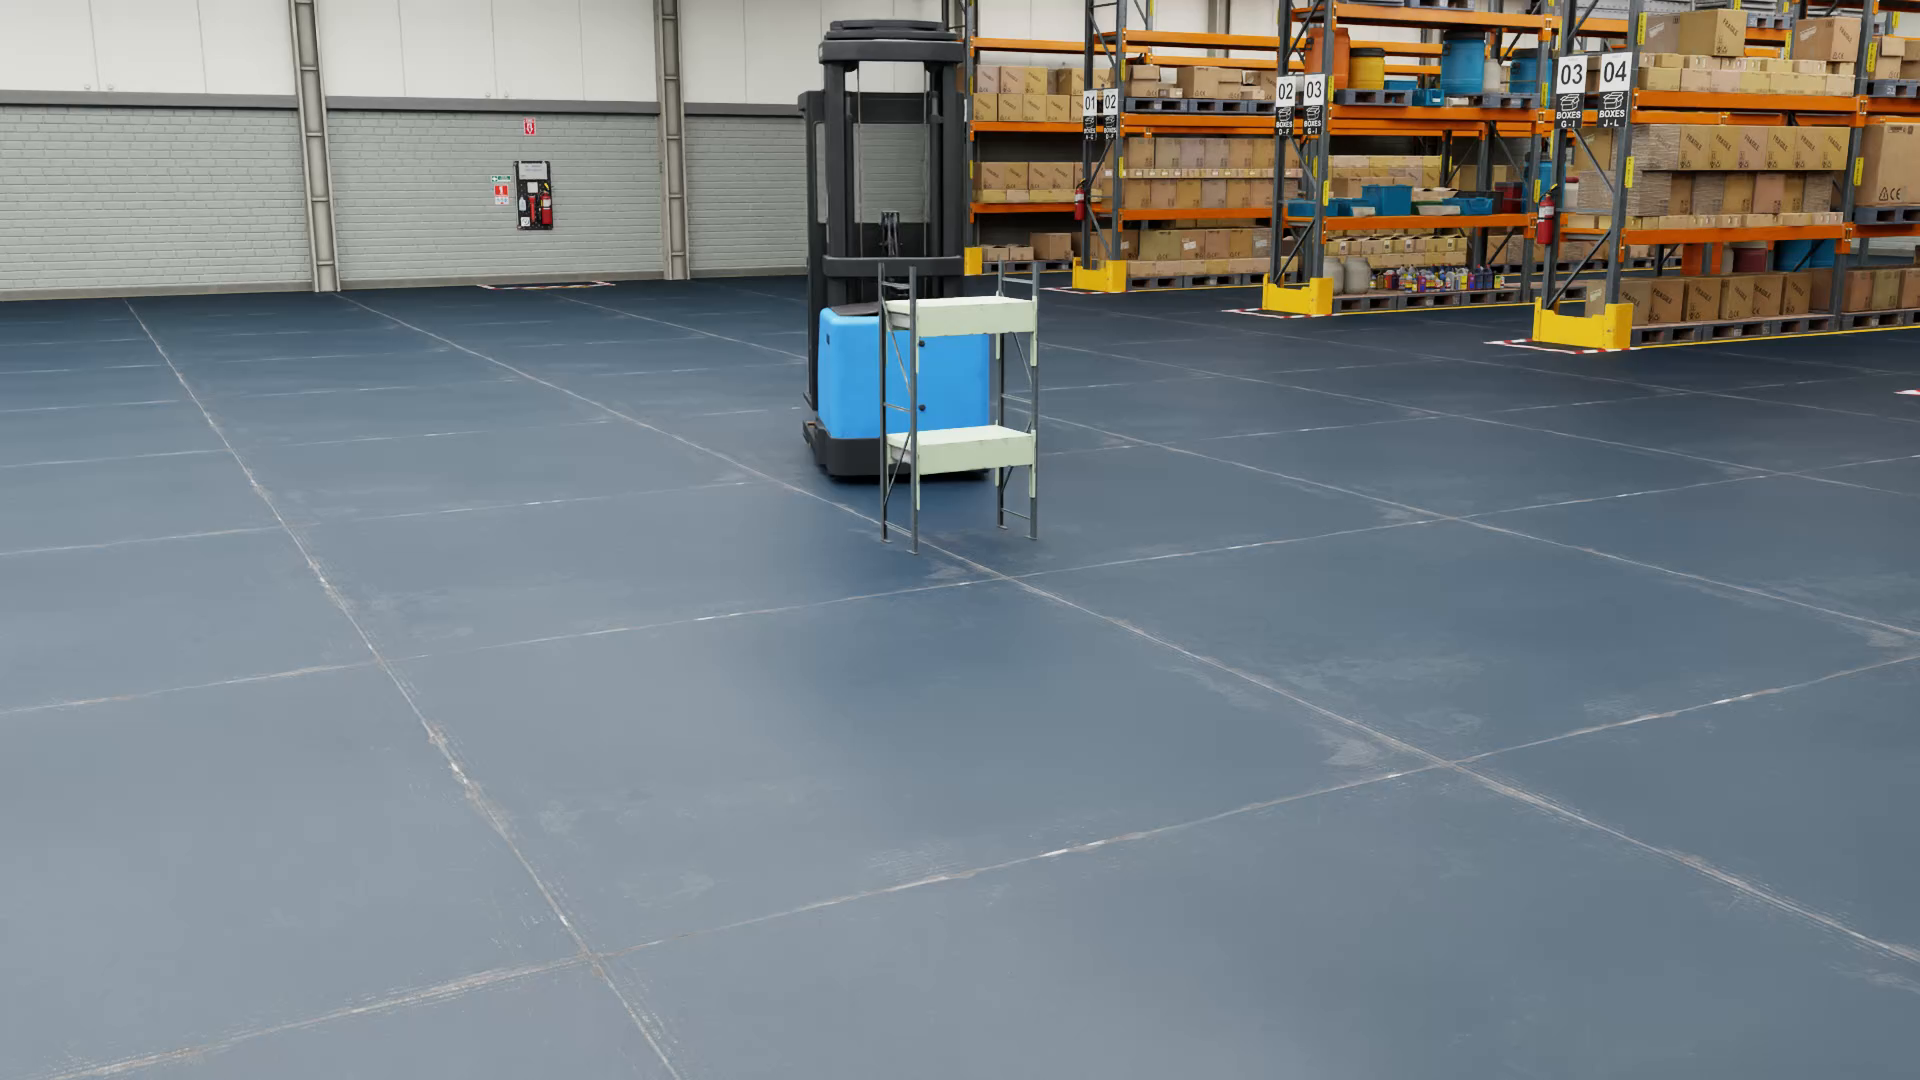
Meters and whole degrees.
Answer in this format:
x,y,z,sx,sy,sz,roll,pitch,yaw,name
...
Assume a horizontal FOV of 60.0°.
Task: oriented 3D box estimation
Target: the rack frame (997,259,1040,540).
x,y,z,sx,sy,sz,roll,pitch,yaw,name
0.315,-0.769,9.112,0.023,1.500,0.400,-7,14,-28,rack frame

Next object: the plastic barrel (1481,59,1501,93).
x,y,z,sx,sy,sz,roll,pitch,yaw,name
7.730,-6.800,24.451,0.421,0.512,0.421,0,13,0,plastic barrel

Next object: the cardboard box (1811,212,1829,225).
x,y,z,sx,sy,sz,roll,pitch,yaw,name
10.303,-3.904,20.197,0.250,0.149,0.380,-7,14,-28,cardboard box

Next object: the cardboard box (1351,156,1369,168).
x,y,z,sx,sy,sz,roll,pitch,yaw,name
8.396,-8.093,35.577,0.500,0.250,0.500,-7,14,-27,cardboard box

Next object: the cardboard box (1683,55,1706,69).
x,y,z,sx,sy,sz,roll,pitch,yaw,name
8.126,-5.353,18.663,0.250,0.149,0.380,-6,14,-26,cardboard box

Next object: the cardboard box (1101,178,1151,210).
x,y,z,sx,sy,sz,roll,pitch,yaw,name
2.737,-5.714,27.442,0.500,0.500,0.700,-7,14,-28,cardboard box

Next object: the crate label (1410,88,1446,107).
x,y,z,sx,sy,sz,roll,pitch,yaw,name
6.492,-6.188,23.281,0.408,0.251,0.502,-7,14,-28,crate label

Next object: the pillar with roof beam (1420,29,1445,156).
x,y,z,sx,sy,sz,roll,pitch,yaw,name
12.740,-10.173,33.818,0.400,9.000,9.100,-7,14,-28,pillar with roof beam

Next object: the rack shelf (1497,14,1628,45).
x,y,z,sx,sy,sz,roll,pitch,yaw,name
9.957,-7.676,25.271,4.000,0.370,1.077,-7,14,-28,rack shelf

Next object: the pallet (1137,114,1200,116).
x,y,z,sx,sy,sz,roll,pitch,yaw,name
4.048,-8.410,33.244,1.003,0.211,1.213,-7,14,-28,pallet

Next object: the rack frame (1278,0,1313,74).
x,y,z,sx,sy,sz,roll,pitch,yaw,name
6.966,-10.342,34.566,0.127,3.000,1.000,-7,14,-28,rack frame

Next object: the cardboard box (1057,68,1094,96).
x,y,z,sx,sy,sz,roll,pitch,yaw,name
2.216,-8.782,31.918,0.500,0.500,0.500,-7,15,-30,cardboard box

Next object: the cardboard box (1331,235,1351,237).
x,y,z,sx,sy,sz,roll,pitch,yaw,name
6.943,-5.383,30.224,0.500,0.311,0.500,-7,14,-28,cardboard box

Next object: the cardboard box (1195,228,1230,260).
x,y,z,sx,sy,sz,roll,pitch,yaw,name
4.216,-5.019,28.178,0.500,0.500,0.500,-7,14,-28,cardboard box

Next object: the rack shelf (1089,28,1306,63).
x,y,z,sx,sy,sz,roll,pitch,yaw,name
4.076,-8.210,27.644,4.000,0.370,1.077,-7,14,-28,rack shelf

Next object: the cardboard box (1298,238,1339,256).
x,y,z,sx,sy,sz,roll,pitch,yaw,name
6.314,-5.172,29.289,0.500,0.311,0.500,-7,14,-28,cardboard box

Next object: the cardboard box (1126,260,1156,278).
x,y,z,sx,sy,sz,roll,pitch,yaw,name
2.898,-4.496,27.561,0.500,0.250,0.500,-7,14,-28,cardboard box

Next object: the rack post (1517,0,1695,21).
x,y,z,sx,sy,sz,roll,pitch,yaw,name
9.889,-8.333,25.185,3.121,1.000,1.013,-7,14,-28,rack post

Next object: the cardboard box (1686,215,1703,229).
x,y,z,sx,sy,sz,roll,pitch,yaw,name
8.316,-3.672,19.167,0.250,0.149,0.380,-7,14,-28,cardboard box

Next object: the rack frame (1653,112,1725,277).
x,y,z,sx,sy,sz,roll,pitch,yaw,name
11.713,-5.506,26.742,0.127,3.000,1.000,-7,14,-28,rack frame

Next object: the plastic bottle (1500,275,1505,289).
x,y,z,sx,sy,sz,roll,pitch,yaw,name
8.033,-3.836,24.694,0.097,0.201,0.097,0,13,0,plastic bottle

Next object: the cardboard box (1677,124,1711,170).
x,y,z,sx,sy,sz,roll,pitch,yaw,name
8.120,-4.448,18.859,0.500,0.500,0.500,-7,14,-28,cardboard box

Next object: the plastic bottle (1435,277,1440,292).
x,y,z,sx,sy,sz,roll,pitch,yaw,name
6.907,-3.701,24.095,0.097,0.201,0.097,0,13,0,plastic bottle

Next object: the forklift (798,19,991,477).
x,y,z,sx,sy,sz,roll,pitch,yaw,name
-0.555,-2.110,11.810,1.130,2.935,3.031,-2,13,-10,forklift

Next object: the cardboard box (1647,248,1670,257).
x,y,z,sx,sy,sz,roll,pitch,yaw,name
14.080,-5.809,33.541,0.250,0.166,0.380,-7,14,-28,cardboard box

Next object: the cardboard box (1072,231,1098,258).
x,y,z,sx,sy,sz,roll,pitch,yaw,name
2.563,-5.872,33.062,0.500,0.500,0.500,-8,15,-32,cardboard box

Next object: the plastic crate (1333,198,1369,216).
x,y,z,sx,sy,sz,roll,pitch,yaw,name
5.560,-4.769,23.807,0.408,0.251,0.499,-7,14,-28,plastic crate

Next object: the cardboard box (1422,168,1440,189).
x,y,z,sx,sy,sz,roll,pitch,yaw,name
10.192,-7.942,36.618,0.500,0.500,0.500,-7,15,-29,cardboard box

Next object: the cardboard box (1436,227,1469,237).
x,y,z,sx,sy,sz,roll,pitch,yaw,name
11.182,-6.880,37.585,0.500,0.500,0.700,-7,14,-27,cardboard box

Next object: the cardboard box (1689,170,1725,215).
x,y,z,sx,sy,sz,roll,pitch,yaw,name
8.401,-4.076,19.484,0.500,0.500,0.875,-7,14,-28,cardboard box

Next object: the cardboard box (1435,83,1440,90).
x,y,z,sx,sy,sz,roll,pitch,yaw,name
10.978,-9.964,37.169,0.500,0.500,0.500,-7,14,-28,cardboard box

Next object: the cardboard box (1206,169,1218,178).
x,y,z,sx,sy,sz,roll,pitch,yaw,name
4.118,-6.146,27.880,0.250,0.149,0.380,-7,14,-27,cardboard box

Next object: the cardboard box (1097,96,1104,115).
x,y,z,sx,sy,sz,roll,pitch,yaw,name
2.680,-8.365,32.340,0.500,0.500,0.500,-8,15,-33,cardboard box

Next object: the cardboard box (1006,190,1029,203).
x,y,z,sx,sy,sz,roll,pitch,yaw,name
0.973,-6.557,31.711,0.500,0.250,0.500,-7,15,-30,cardboard box

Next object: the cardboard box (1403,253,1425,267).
x,y,z,sx,sy,sz,roll,pitch,yaw,name
8.104,-5.115,30.309,0.500,0.250,0.500,-6,14,-27,cardboard box

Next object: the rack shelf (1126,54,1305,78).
x,y,z,sx,sy,sz,roll,pitch,yaw,name
5.210,-9.585,33.754,4.000,0.370,1.077,-7,14,-28,rack shelf

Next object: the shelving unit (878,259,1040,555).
x,y,z,sx,sy,sz,roll,pitch,yaw,name
-0.006,-0.731,8.941,0.755,1.500,0.431,-7,14,-28,shelving unit

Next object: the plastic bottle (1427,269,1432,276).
x,y,z,sx,sy,sz,roll,pitch,yaw,name
7.018,-3.921,24.912,0.097,0.271,0.097,0,13,0,plastic bottle

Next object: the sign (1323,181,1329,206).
x,y,z,sx,sy,sz,roll,pitch,yaw,name
4.951,-4.693,22.498,0.005,0.325,0.100,-7,14,-28,sign

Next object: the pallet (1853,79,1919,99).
x,y,z,sx,sy,sz,roll,pitch,yaw,name
11.168,-5.547,20.519,1.003,0.211,1.213,-7,14,-28,pallet

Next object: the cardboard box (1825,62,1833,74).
x,y,z,sx,sy,sz,roll,pitch,yaw,name
10.150,-5.615,19.828,0.250,0.149,0.380,-7,14,-27,cardboard box

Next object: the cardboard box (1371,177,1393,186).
x,y,z,sx,sy,sz,roll,pitch,yaw,name
7.416,-6.274,29.930,0.500,0.500,0.500,-7,14,-28,cardboard box

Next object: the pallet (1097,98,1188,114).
x,y,z,sx,sy,sz,roll,pitch,yaw,name
2.954,-7.109,27.234,1.213,0.211,1.003,-7,14,-28,pallet

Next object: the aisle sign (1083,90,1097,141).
x,y,z,sx,sy,sz,roll,pitch,yaw,name
2.122,-6.937,27.181,0.004,0.787,0.394,-7,14,-28,aisle sign

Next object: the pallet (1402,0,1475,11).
x,y,z,sx,sy,sz,roll,pitch,yaw,name
6.419,-7.503,23.294,1.213,0.211,1.003,-7,14,-28,pallet

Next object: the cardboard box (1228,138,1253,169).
x,y,z,sx,sy,sz,roll,pitch,yaw,name
4.563,-6.568,28.278,0.500,0.500,0.700,-7,14,-28,cardboard box

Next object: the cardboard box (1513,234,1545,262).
x,y,z,sx,sy,sz,roll,pitch,yaw,name
10.779,-5.557,31.659,0.500,0.500,0.500,-7,14,-29,cardboard box

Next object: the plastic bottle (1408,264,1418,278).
x,y,z,sx,sy,sz,roll,pitch,yaw,name
6.756,-3.938,24.805,0.185,0.351,0.144,-7,14,-28,plastic bottle

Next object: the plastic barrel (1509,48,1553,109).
x,y,z,sx,sy,sz,roll,pitch,yaw,name
8.544,-6.888,24.911,0.708,0.901,0.600,-7,14,-28,plastic barrel

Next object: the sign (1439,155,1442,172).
x,y,z,sx,sy,sz,roll,pitch,yaw,name
9.074,-7.090,31.327,0.005,0.325,0.100,-7,14,-28,sign

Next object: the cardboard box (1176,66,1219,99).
x,y,z,sx,sy,sz,roll,pitch,yaw,name
3.910,-7.526,27.386,0.500,0.500,0.500,-7,14,-28,cardboard box

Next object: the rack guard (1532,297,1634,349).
x,y,z,sx,sy,sz,roll,pitch,yaw,name
7.131,-2.498,19.071,0.348,0.500,1.175,-7,14,-28,rack guard

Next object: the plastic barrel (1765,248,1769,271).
x,y,z,sx,sy,sz,roll,pitch,yaw,name
13.578,-4.747,28.080,0.421,0.512,0.421,0,13,0,plastic barrel

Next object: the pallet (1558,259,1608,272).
x,y,z,sx,sy,sz,roll,pitch,yaw,name
12.158,-5.428,32.748,1.213,0.211,1.003,-7,14,-28,pallet

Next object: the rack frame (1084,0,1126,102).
x,y,z,sx,sy,sz,roll,pitch,yaw,name
2.321,-8.546,26.587,0.127,3.000,1.000,-7,14,-28,rack frame

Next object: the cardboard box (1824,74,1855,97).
x,y,z,sx,sy,sz,roll,pitch,yaw,name
10.300,-5.422,19.881,0.500,0.250,0.500,-6,14,-26,cardboard box
